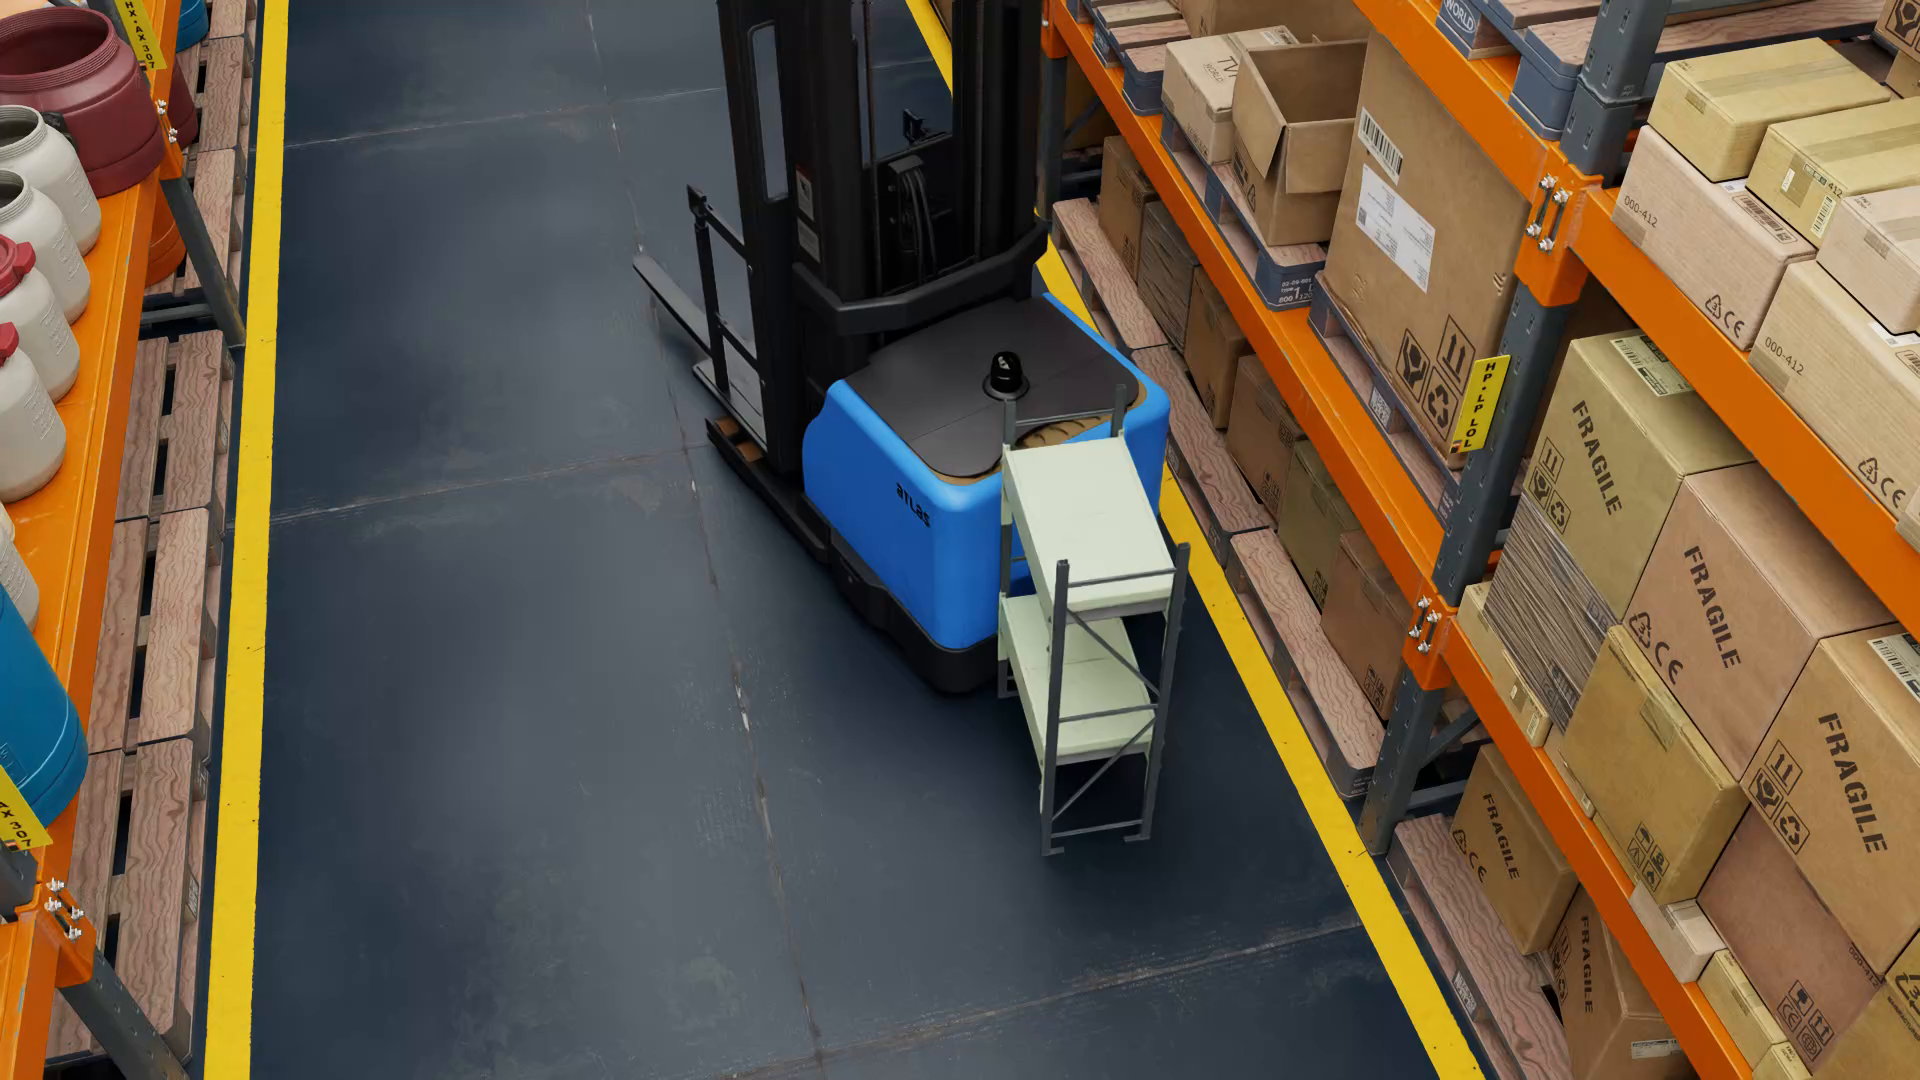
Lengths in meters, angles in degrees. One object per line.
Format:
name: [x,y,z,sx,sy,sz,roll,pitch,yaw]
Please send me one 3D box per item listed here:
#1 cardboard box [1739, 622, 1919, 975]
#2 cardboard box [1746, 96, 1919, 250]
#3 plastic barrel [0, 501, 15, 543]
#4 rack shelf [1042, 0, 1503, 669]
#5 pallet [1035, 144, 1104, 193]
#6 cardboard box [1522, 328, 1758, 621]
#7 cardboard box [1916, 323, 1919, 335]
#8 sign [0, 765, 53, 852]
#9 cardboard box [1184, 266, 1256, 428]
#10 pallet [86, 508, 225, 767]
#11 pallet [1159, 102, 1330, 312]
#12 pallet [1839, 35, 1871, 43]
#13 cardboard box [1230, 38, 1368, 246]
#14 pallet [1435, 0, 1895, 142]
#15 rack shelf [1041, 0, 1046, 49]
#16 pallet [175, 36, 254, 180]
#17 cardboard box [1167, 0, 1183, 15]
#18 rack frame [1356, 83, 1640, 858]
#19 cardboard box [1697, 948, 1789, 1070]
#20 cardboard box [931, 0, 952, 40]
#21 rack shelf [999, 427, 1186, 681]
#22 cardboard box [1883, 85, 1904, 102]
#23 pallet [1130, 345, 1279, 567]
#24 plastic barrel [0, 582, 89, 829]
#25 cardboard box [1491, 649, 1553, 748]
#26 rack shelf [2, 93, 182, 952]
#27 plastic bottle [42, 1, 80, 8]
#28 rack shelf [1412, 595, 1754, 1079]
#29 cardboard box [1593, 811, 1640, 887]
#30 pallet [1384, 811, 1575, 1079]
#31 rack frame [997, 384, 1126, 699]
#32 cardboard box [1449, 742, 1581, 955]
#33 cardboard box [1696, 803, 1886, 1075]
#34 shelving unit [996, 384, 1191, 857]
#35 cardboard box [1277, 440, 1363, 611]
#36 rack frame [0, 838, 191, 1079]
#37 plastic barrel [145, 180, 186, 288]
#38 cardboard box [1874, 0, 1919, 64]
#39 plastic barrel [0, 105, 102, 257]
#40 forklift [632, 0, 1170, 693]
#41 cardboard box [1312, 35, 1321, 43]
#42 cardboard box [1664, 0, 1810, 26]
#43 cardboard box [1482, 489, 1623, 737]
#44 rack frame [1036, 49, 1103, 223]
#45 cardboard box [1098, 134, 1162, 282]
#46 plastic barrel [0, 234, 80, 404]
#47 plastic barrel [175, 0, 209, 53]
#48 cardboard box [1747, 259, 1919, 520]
cardboard box: [2.049,0.501,3.432,0.500,0.500,0.500,-11,47,-10]
cardboard box: [1.842,-0.743,3.354,0.380,0.149,0.250,-13,47,-12]
plastic barrel: [-3.056,-0.046,5.042,0.301,0.262,0.301,0,46,0]
rack shelf: [1.411,-1.187,6.567,1.077,0.370,4.000,-11,47,-10]
pallet: [0.770,-2.401,9.206,1.003,0.211,1.213,-11,47,-10]
cardboard box: [1.792,-0.190,4.108,0.500,0.500,0.500,-11,47,-10]
cardboard box: [1.995,-0.390,3.008,0.380,0.149,0.250,-9,46,-9]
sign: [-2.331,0.658,4.062,0.100,0.325,0.005,-11,47,-10]
cardboard box: [1.396,-0.869,7.194,0.700,0.500,0.500,-7,46,-7]
pallet: [-3.420,0.445,6.417,1.003,0.211,1.213,-11,47,-10]
pallet: [1.445,-1.393,6.400,1.003,0.211,1.213,-11,47,-10]
pallet: [5.521,-3.220,10.009,1.003,0.211,1.213,-11,47,-10]
cardboard box: [1.390,-1.421,5.927,0.797,0.503,0.637,-6,46,-6]
pallet: [1.868,-1.488,4.390,1.213,0.211,1.003,-11,47,-10]
rack shelf: [0.387,-3.948,9.274,1.077,0.370,4.000,-11,47,-10]
pallet: [-4.440,-2.315,9.122,1.003,0.211,1.213,-11,47,-10]
cardboard box: [1.076,-2.636,7.120,0.500,0.500,0.500,-16,48,-15]
rack frame: [1.923,-0.058,4.957,1.000,3.000,0.127,-11,47,-10]
cardboard box: [2.031,1.092,4.006,0.380,0.149,0.250,-11,47,-10]
cardboard box: [0.521,-3.320,9.348,1.225,0.875,0.875,-11,47,-10]
rack shelf: [0.410,0.035,5.370,0.431,0.370,0.720,-8,46,-8]
cardboard box: [2.292,-0.788,3.678,0.500,0.250,0.500,-9,46,-9]
pallet: [1.406,-0.463,7.307,1.003,0.211,1.213,-11,47,-10]
plastic barrel: [-2.671,0.350,4.206,0.600,0.901,0.708,-11,47,-10]
cardboard box: [1.738,0.409,4.676,0.380,0.149,0.250,-11,47,-10]
rack shelf: [-3.377,-0.281,5.680,1.077,0.370,4.000,-11,47,-10]
plastic bottle: [-3.835,-2.200,7.144,0.152,0.276,0.135,-11,47,-10]
rack shelf: [2.435,1.575,3.861,1.077,0.370,4.000,-11,47,-10]
cardboard box: [1.902,0.747,4.344,0.380,0.149,0.250,-11,47,-10]
pallet: [2.129,1.375,5.505,1.003,0.211,1.213,-11,47,-10]
rack frame: [0.341,0.052,5.900,0.400,1.500,0.023,-8,46,-8]
cardboard box: [1.986,0.954,5.422,0.500,0.500,0.500,-12,47,-12]
cardboard box: [2.297,0.804,3.835,0.875,0.500,0.500,-11,47,-10]
shelving unit: [0.410,0.308,5.649,0.431,1.500,0.755,-8,46,-8]
cardboard box: [1.682,-0.097,6.438,0.700,0.500,0.500,-11,47,-11]
rack frame: [-2.862,0.847,4.070,0.949,2.616,0.053,-11,47,-10]
plastic barrel: [-4.031,-1.636,7.729,0.600,0.830,0.708,-11,47,-10]
cardboard box: [2.284,-1.158,3.306,0.500,0.500,0.500,-12,47,-11]
plastic barrel: [-3.419,-1.282,6.078,0.421,0.512,0.421,0,46,0]
forklift: [-0.460,-1.468,6.388,1.130,2.935,3.031,-26,51,-23]
cardboard box: [1.587,-1.817,6.482,0.396,0.266,0.258,-12,47,-11]
cardboard box: [1.898,-1.633,4.035,0.797,0.503,0.637,-13,47,-12]
cardboard box: [1.978,0.125,4.500,0.875,0.500,0.500,-11,47,-10]
rack frame: [0.899,-2.819,7.664,1.000,3.000,0.127,-11,47,-10]
cardboard box: [1.089,-1.640,7.949,0.700,0.500,0.500,-13,47,-12]
plastic barrel: [-3.197,-0.706,5.497,0.433,0.535,0.433,0,46,0]
plastic barrel: [-4.609,-3.220,9.232,0.600,0.901,0.708,-11,47,-10]
cardboard box: [1.931,-0.333,3.232,0.500,0.250,0.500,-11,47,-11]
